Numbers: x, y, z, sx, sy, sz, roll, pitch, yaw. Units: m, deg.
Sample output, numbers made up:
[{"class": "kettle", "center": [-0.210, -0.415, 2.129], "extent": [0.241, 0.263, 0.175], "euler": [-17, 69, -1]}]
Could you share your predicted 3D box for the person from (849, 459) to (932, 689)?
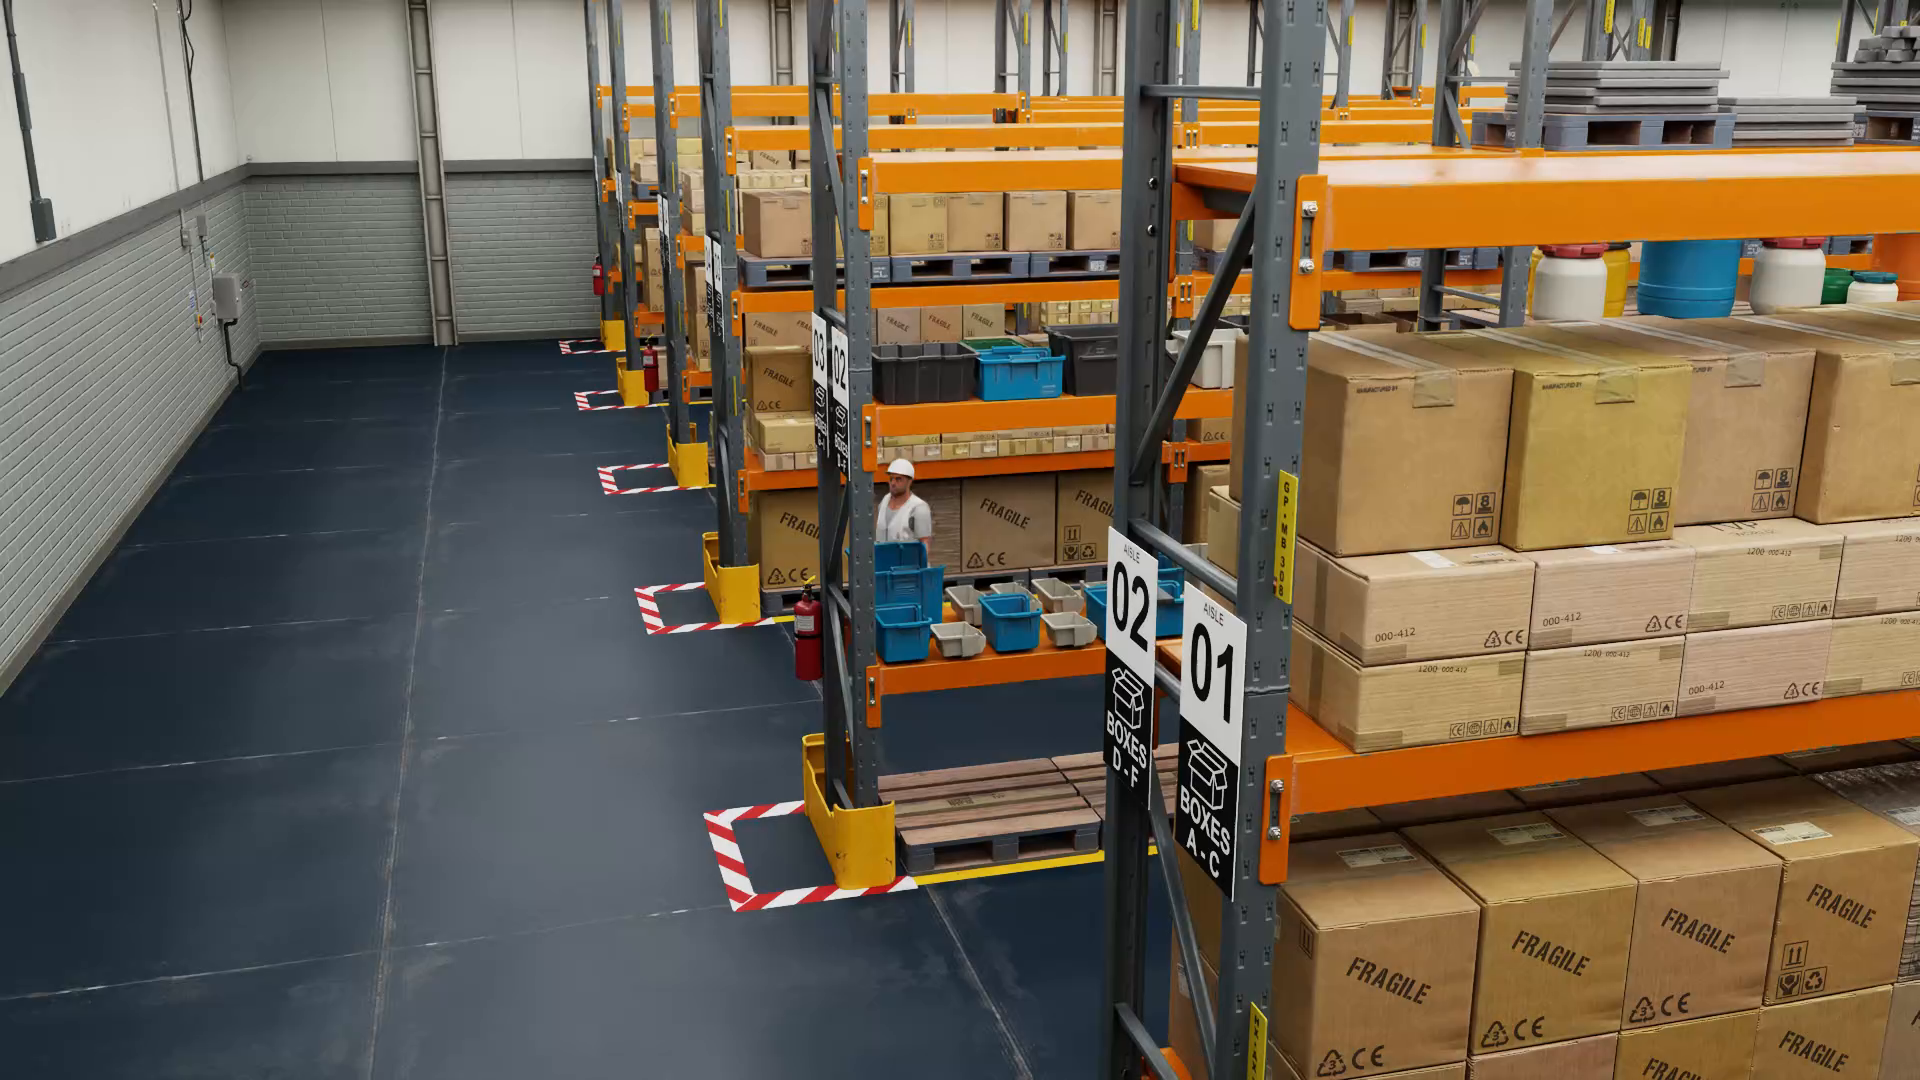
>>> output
[{"class": "person", "center": [-0.473, 0.248, 12.635], "extent": [0.584, 1.736, 1.099], "euler": [11, 19, 34]}]
